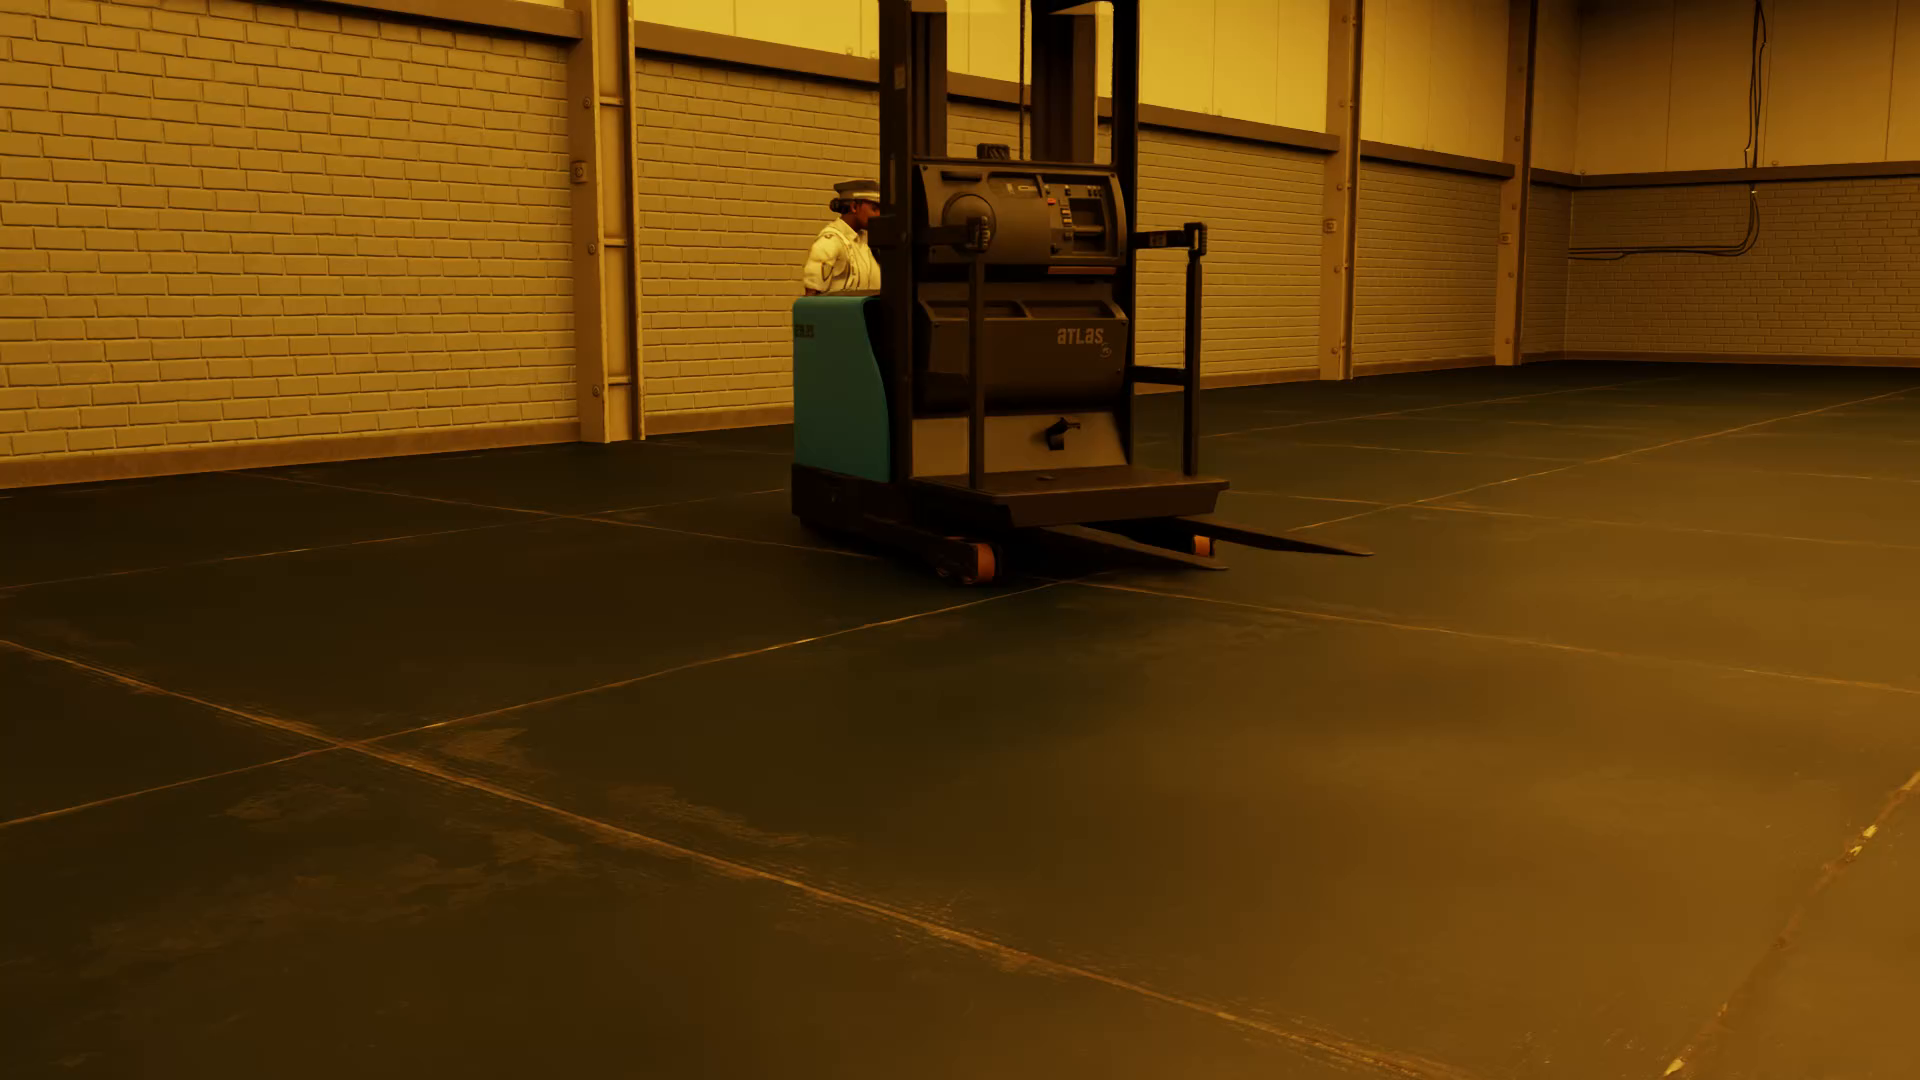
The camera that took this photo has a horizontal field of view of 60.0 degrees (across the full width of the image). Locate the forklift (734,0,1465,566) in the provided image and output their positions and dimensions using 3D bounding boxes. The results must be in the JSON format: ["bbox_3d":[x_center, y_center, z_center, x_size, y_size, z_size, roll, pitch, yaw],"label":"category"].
[{"bbox_3d":[0.603,-1.431,7.062,3.031,2.935,1.130,2,9,14],"label":"forklift"}]

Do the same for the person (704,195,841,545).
[{"bbox_3d":[-0.782,-0.708,7.345,0.609,1.581,1.115,1,8,7],"label":"person"}]
